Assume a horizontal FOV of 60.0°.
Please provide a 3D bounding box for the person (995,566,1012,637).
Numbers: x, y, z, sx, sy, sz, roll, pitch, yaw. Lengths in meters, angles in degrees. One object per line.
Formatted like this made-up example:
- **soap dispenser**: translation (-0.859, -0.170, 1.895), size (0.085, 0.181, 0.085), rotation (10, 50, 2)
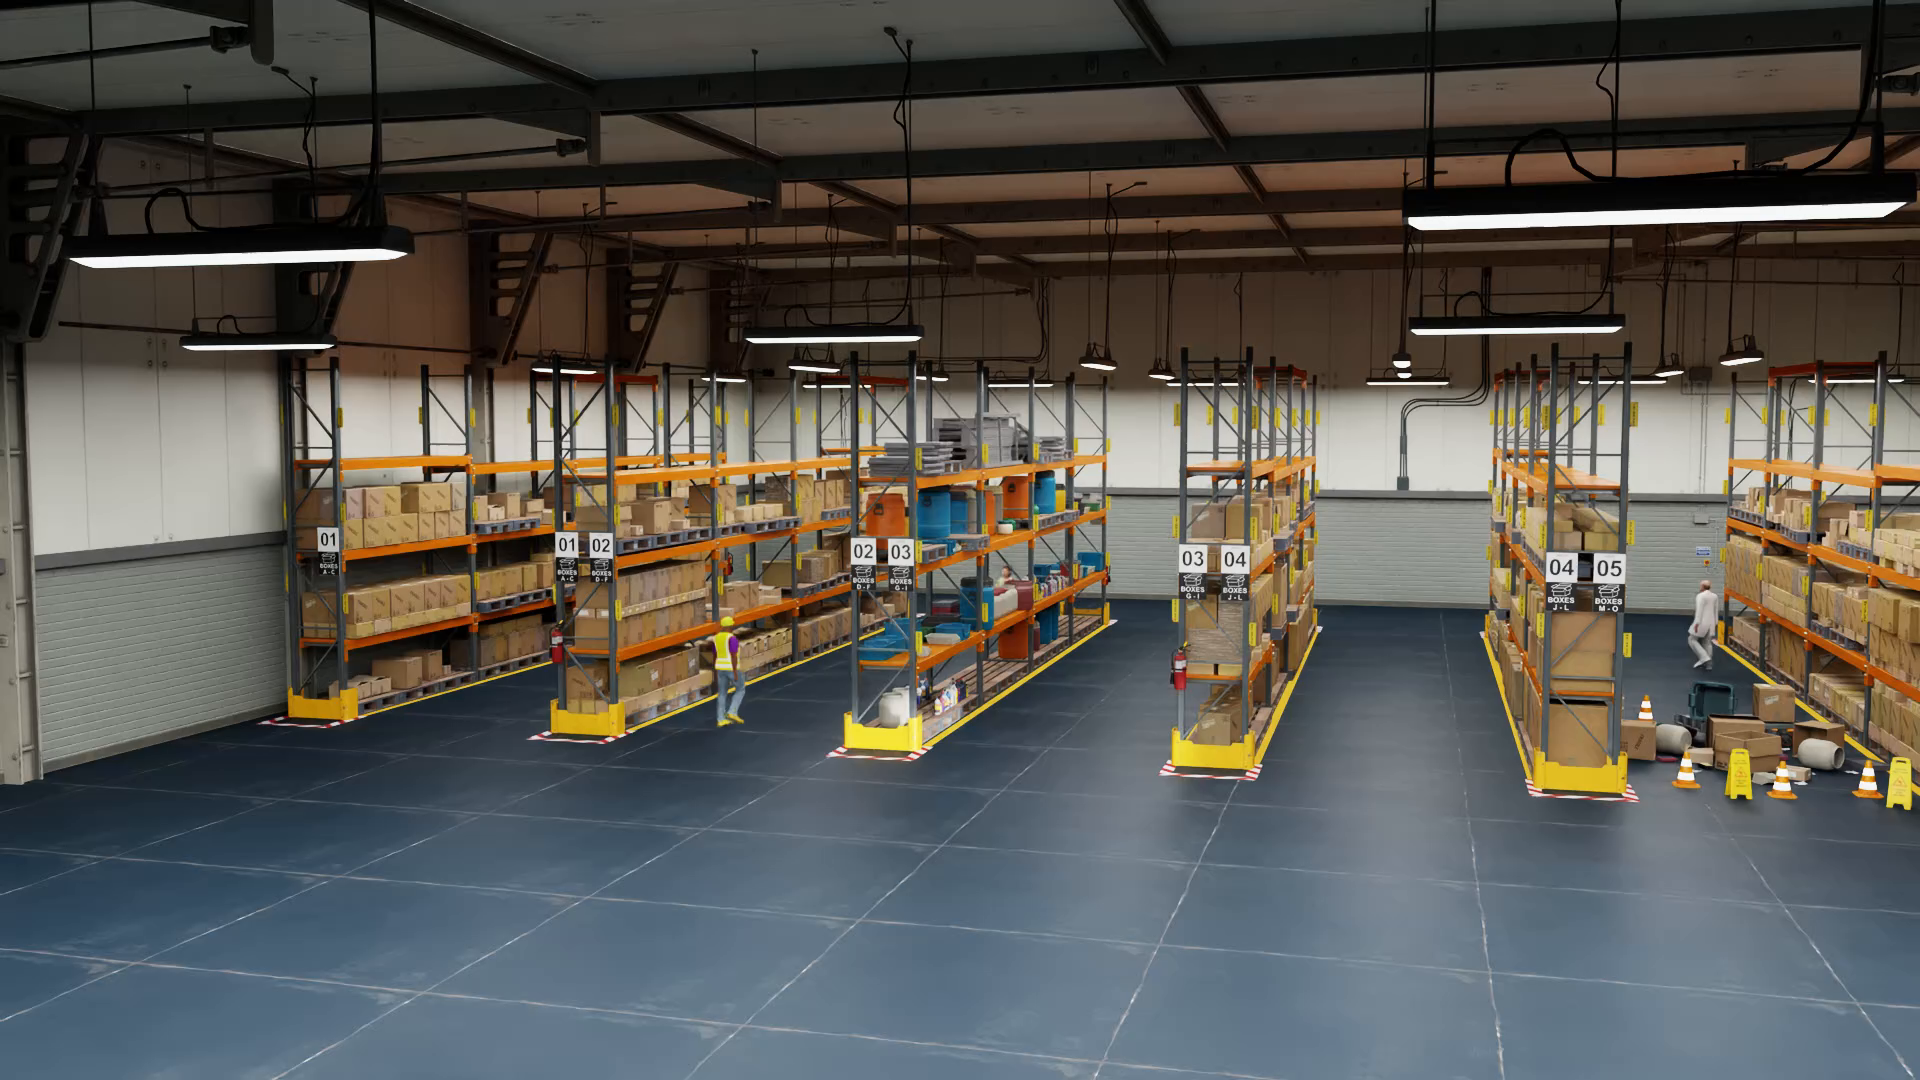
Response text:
- **person**: translation (0.990, 1.395, 37.919), size (0.455, 1.607, 1.049), rotation (3, 5, 34)

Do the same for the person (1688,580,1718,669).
- **person**: translation (14.838, 1.678, 33.076), size (0.633, 1.765, 0.542), rotation (-2, 5, -22)

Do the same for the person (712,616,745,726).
- **person**: translation (-3.804, 2.121, 27.087), size (0.591, 1.745, 0.528), rotation (2, 5, 27)
